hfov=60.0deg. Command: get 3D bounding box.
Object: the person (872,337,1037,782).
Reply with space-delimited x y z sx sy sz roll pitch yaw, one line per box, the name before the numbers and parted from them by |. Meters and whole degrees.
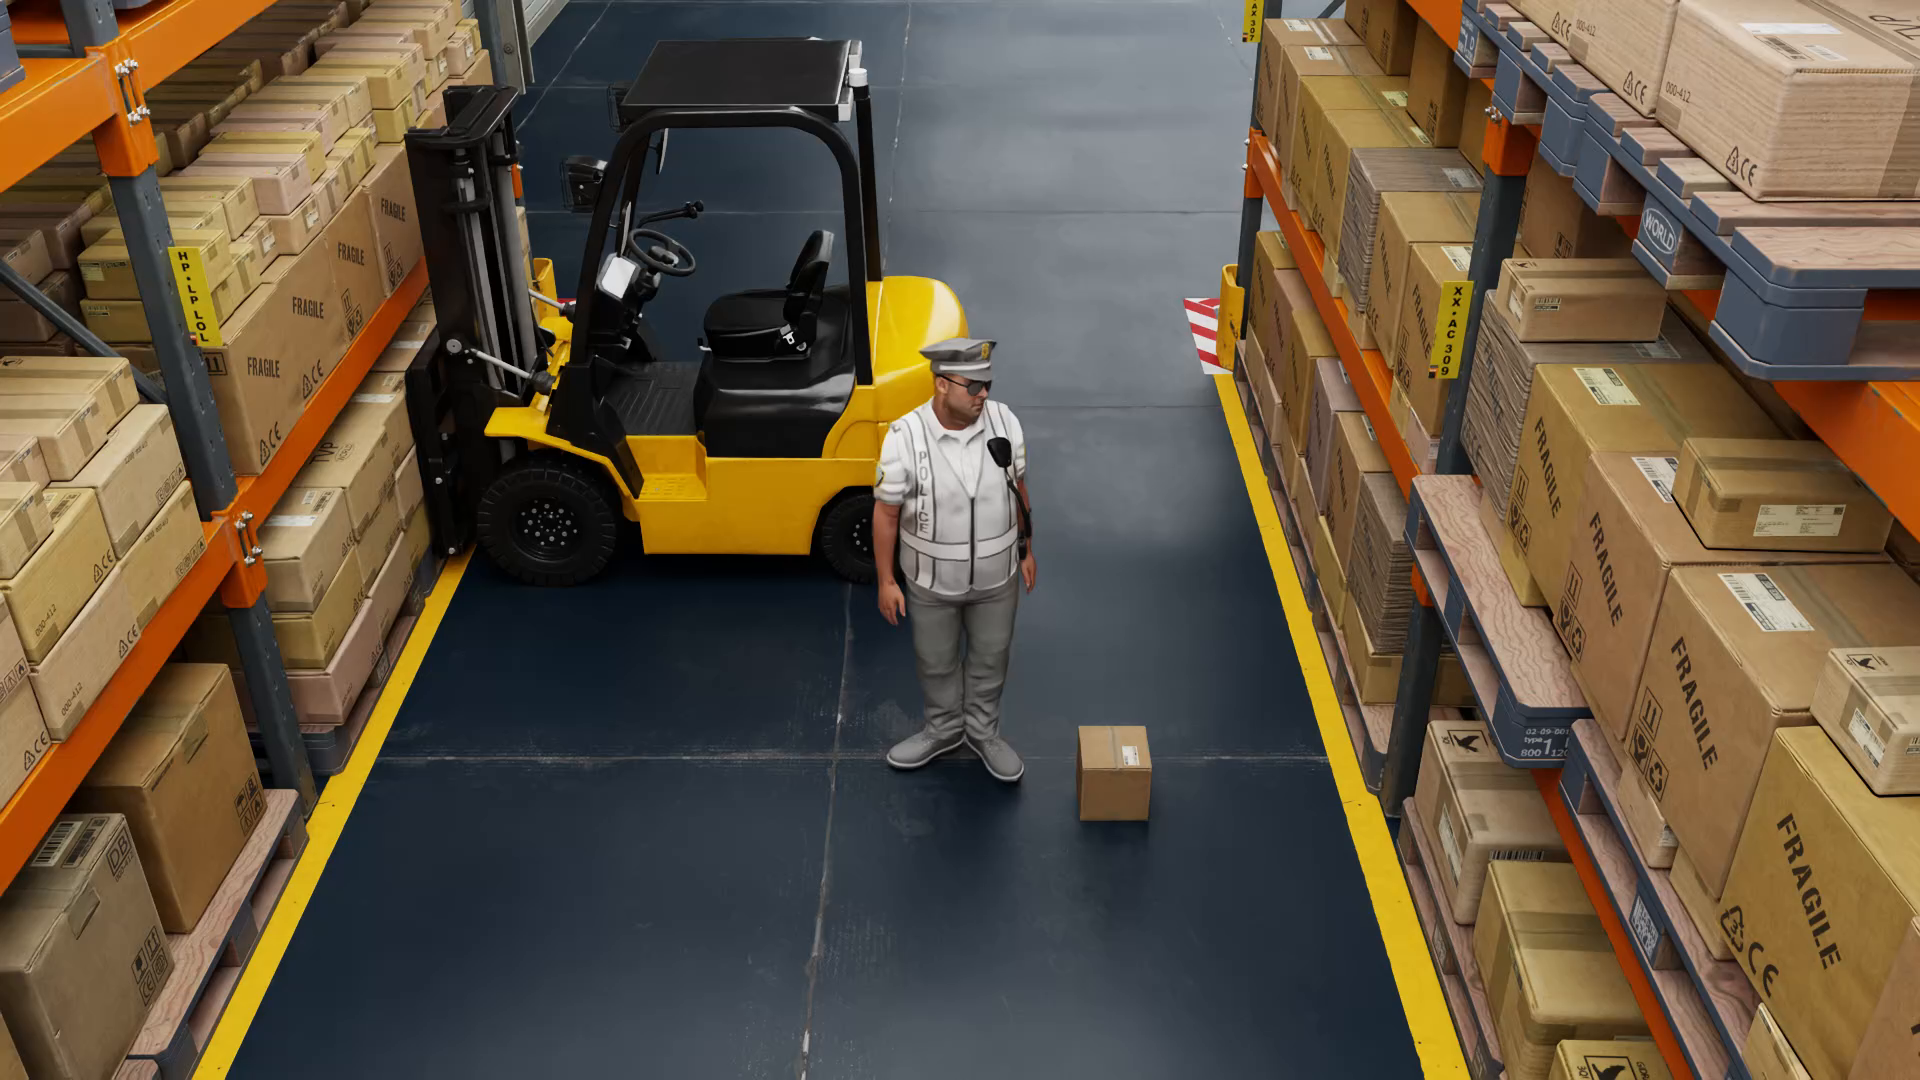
person | -0.004 0.102 5.925 0.611 1.762 0.396 -7 32 -11
